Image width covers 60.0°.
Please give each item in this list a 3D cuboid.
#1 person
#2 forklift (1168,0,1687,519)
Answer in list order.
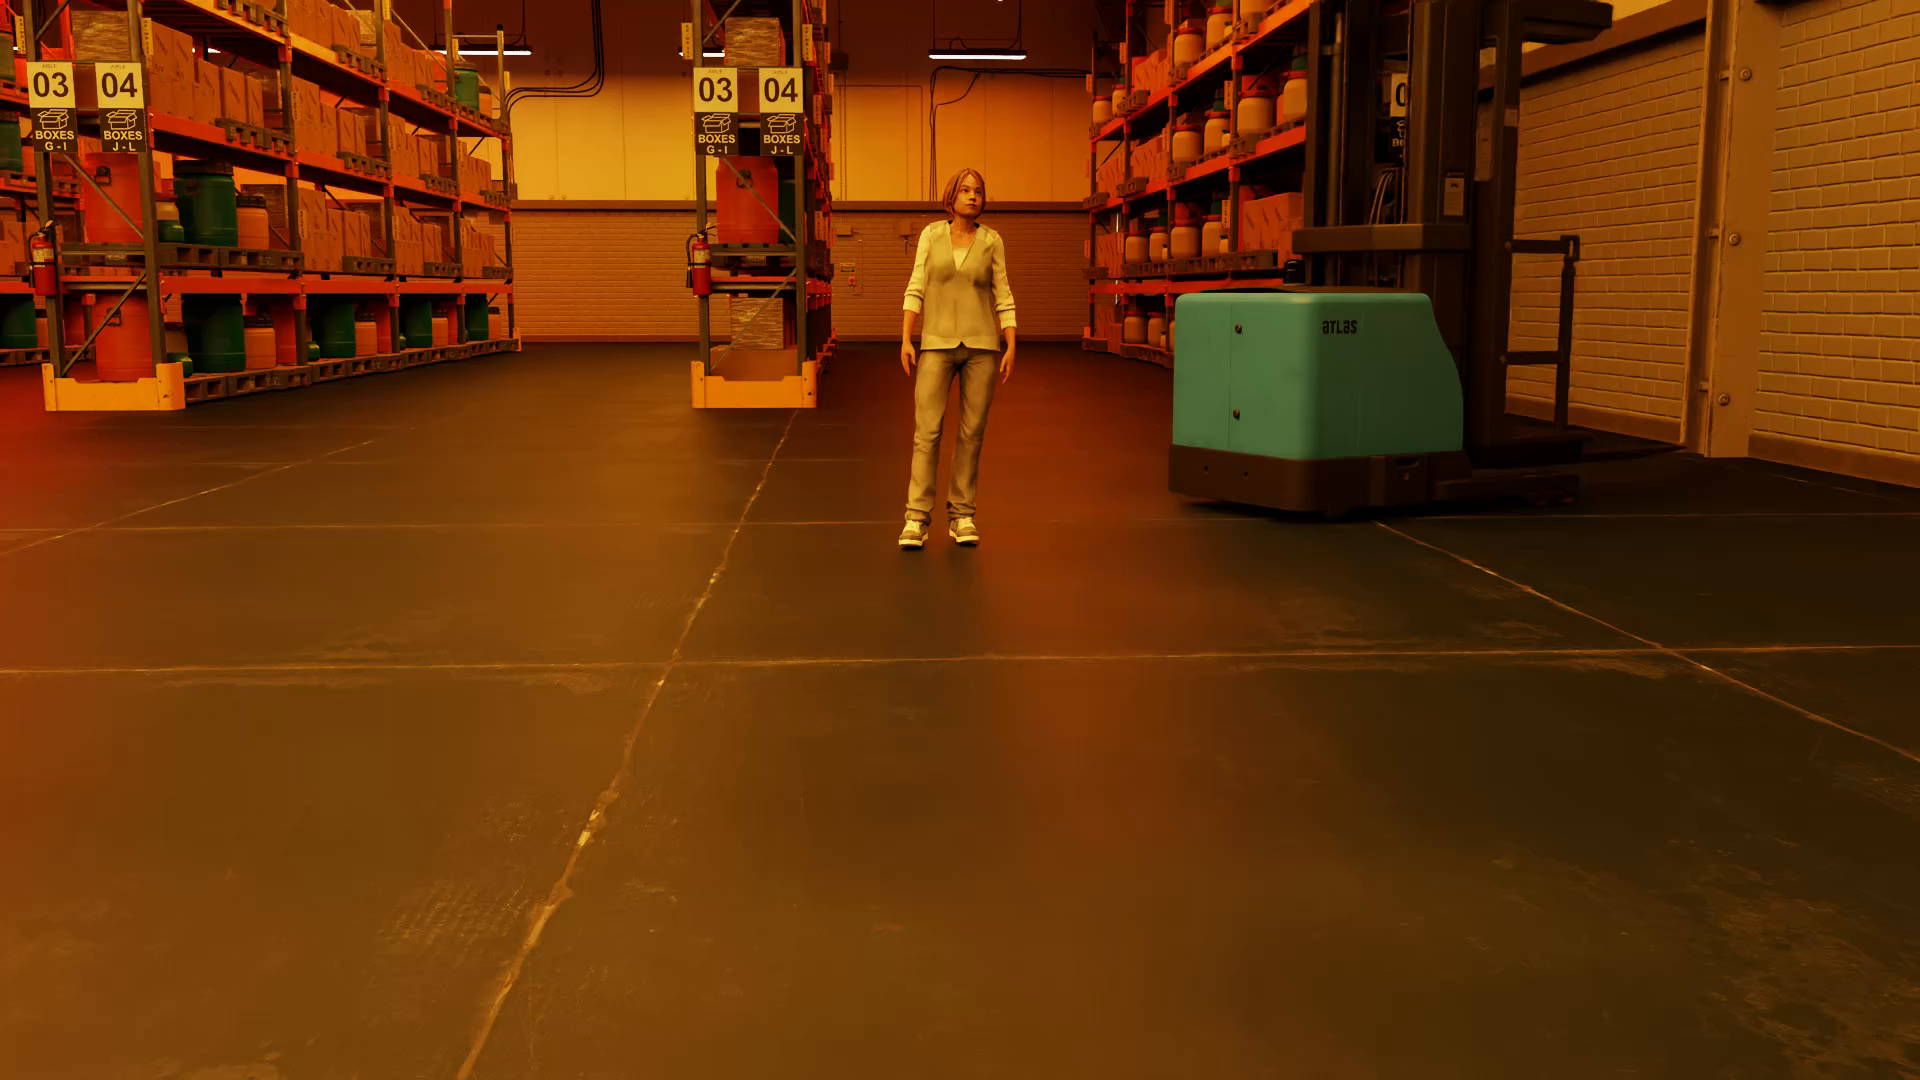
[{"bbox_3d":[-0.010,-0.787,7.118,0.519,1.598,0.474,-1,8,-4],"label":"person"},{"bbox_3d":[2.601,-1.682,8.661,3.031,2.935,1.130,-5,10,-30],"label":"forklift"}]
